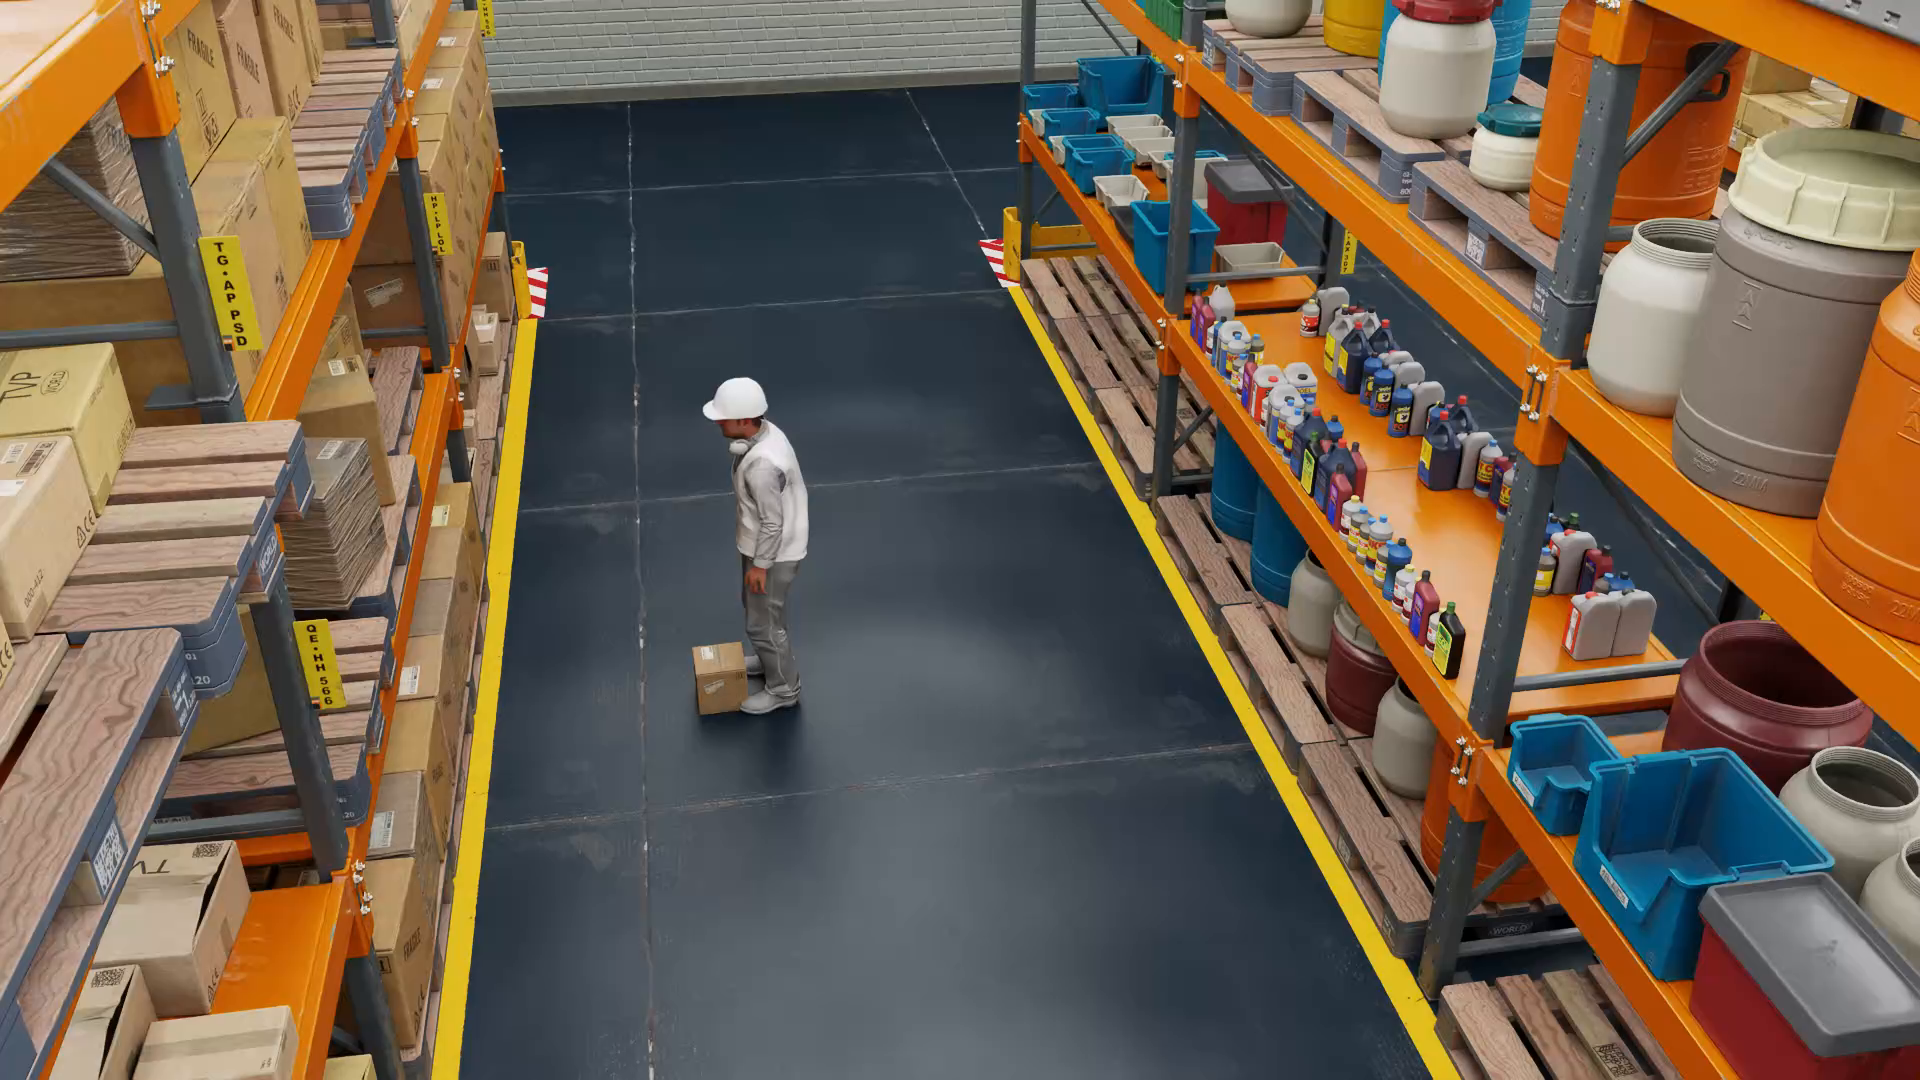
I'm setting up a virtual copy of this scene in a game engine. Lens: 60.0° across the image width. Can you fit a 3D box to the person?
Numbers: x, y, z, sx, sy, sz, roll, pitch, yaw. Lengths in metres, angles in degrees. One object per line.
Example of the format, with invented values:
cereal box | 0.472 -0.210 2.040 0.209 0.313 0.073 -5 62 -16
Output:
person | -0.960 0.014 8.089 0.460 1.769 0.581 -5 31 -9
